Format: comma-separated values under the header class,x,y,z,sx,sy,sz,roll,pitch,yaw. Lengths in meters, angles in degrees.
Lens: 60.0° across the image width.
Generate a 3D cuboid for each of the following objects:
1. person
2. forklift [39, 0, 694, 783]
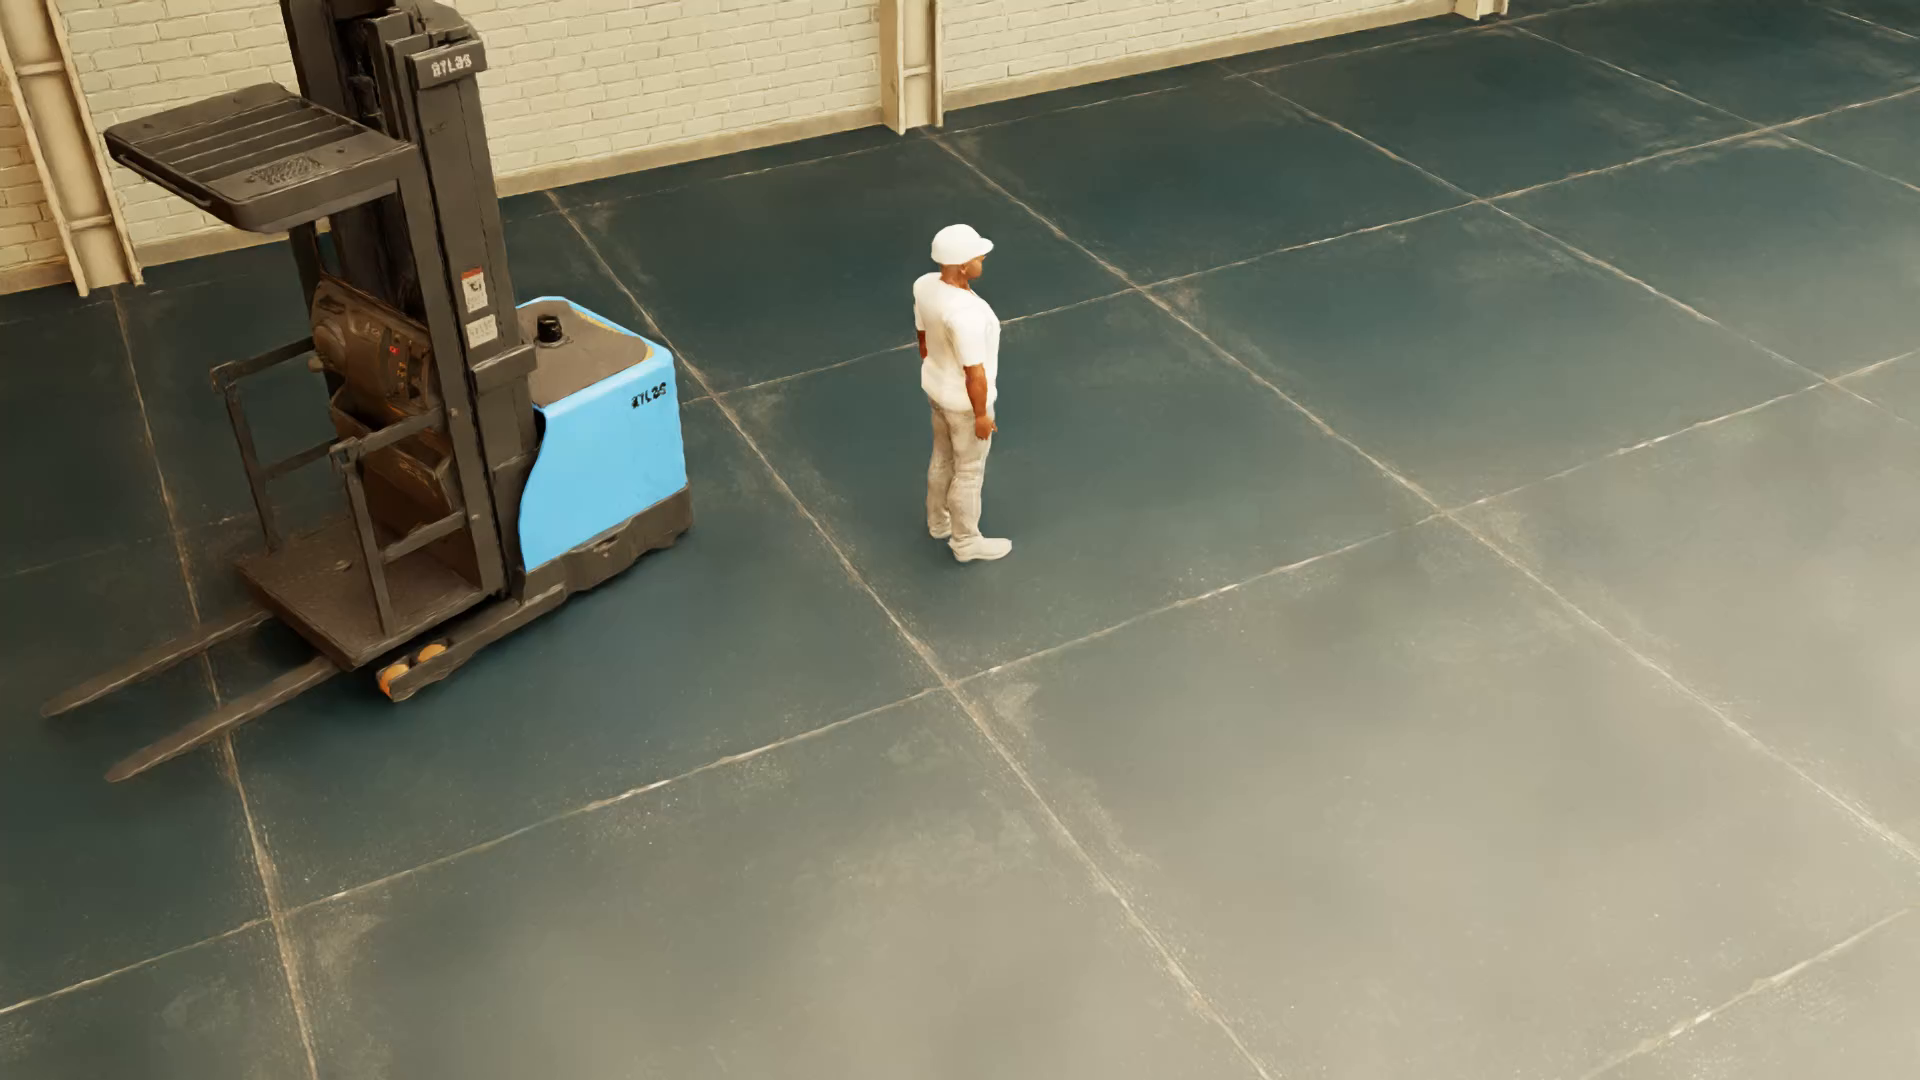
class,x,y,z,sx,sy,sz,roll,pitch,yaw
person,0.011,-0.726,8.158,0.367,1.771,0.559,-17,39,-23
forklift,-2.745,-0.794,7.246,1.130,2.935,3.031,27,44,33
